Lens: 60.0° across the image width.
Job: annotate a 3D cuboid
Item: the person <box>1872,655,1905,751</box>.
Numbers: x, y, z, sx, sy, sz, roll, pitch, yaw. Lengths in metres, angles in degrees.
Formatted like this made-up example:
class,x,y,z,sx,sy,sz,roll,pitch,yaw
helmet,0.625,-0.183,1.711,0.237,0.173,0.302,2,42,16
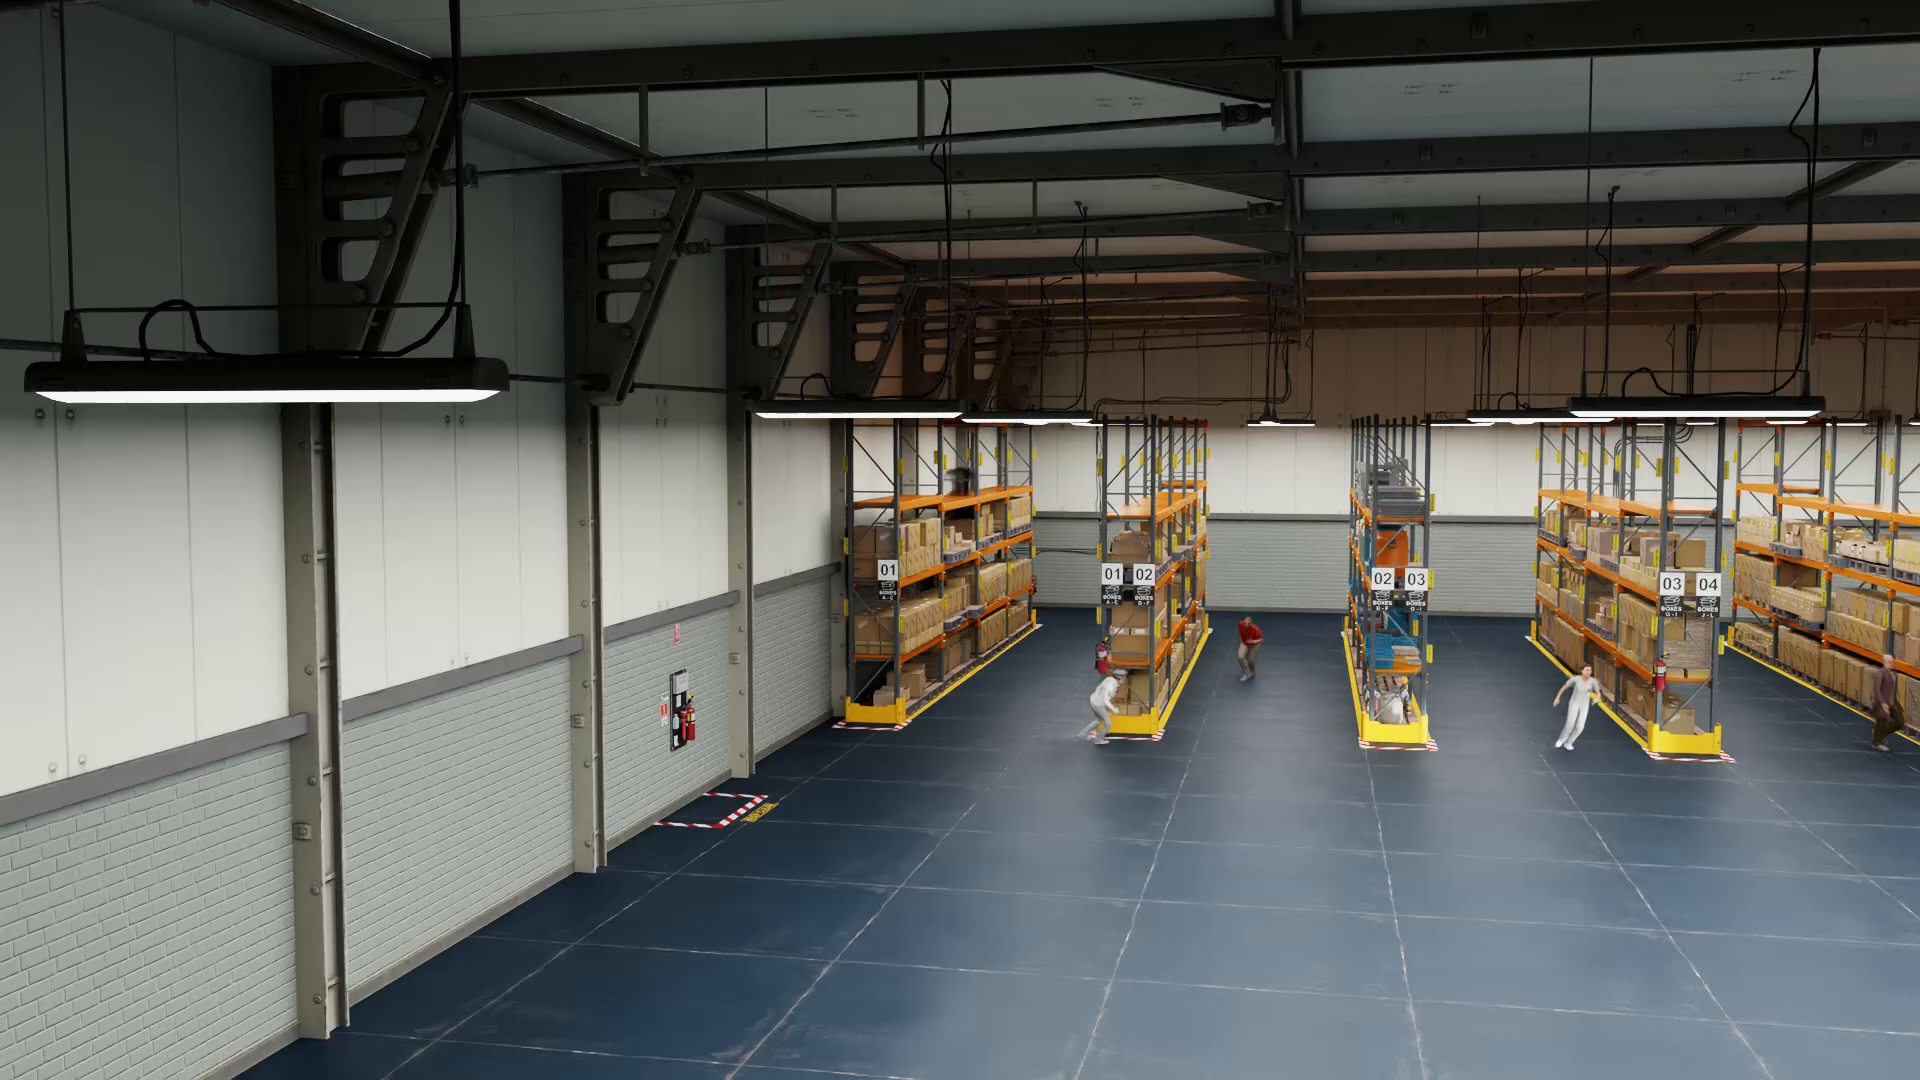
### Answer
class,x,y,z,sx,sy,sz,roll,pitch,yaw
person,16.394,2.889,29.480,0.703,1.748,0.617,-1,4,-21

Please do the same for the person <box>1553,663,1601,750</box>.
class,x,y,z,sx,sy,sz,roll,pitch,yaw
person,11.025,2.972,29.621,0.766,1.567,0.576,0,4,0

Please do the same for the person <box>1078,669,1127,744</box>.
class,x,y,z,sx,sy,sz,roll,pitch,yaw
person,2.577,3.023,30.097,0.934,1.399,0.605,1,4,14

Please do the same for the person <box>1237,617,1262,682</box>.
class,x,y,z,sx,sy,sz,roll,pitch,yaw
person,6.632,2.473,37.985,0.654,1.527,1.158,2,4,22
